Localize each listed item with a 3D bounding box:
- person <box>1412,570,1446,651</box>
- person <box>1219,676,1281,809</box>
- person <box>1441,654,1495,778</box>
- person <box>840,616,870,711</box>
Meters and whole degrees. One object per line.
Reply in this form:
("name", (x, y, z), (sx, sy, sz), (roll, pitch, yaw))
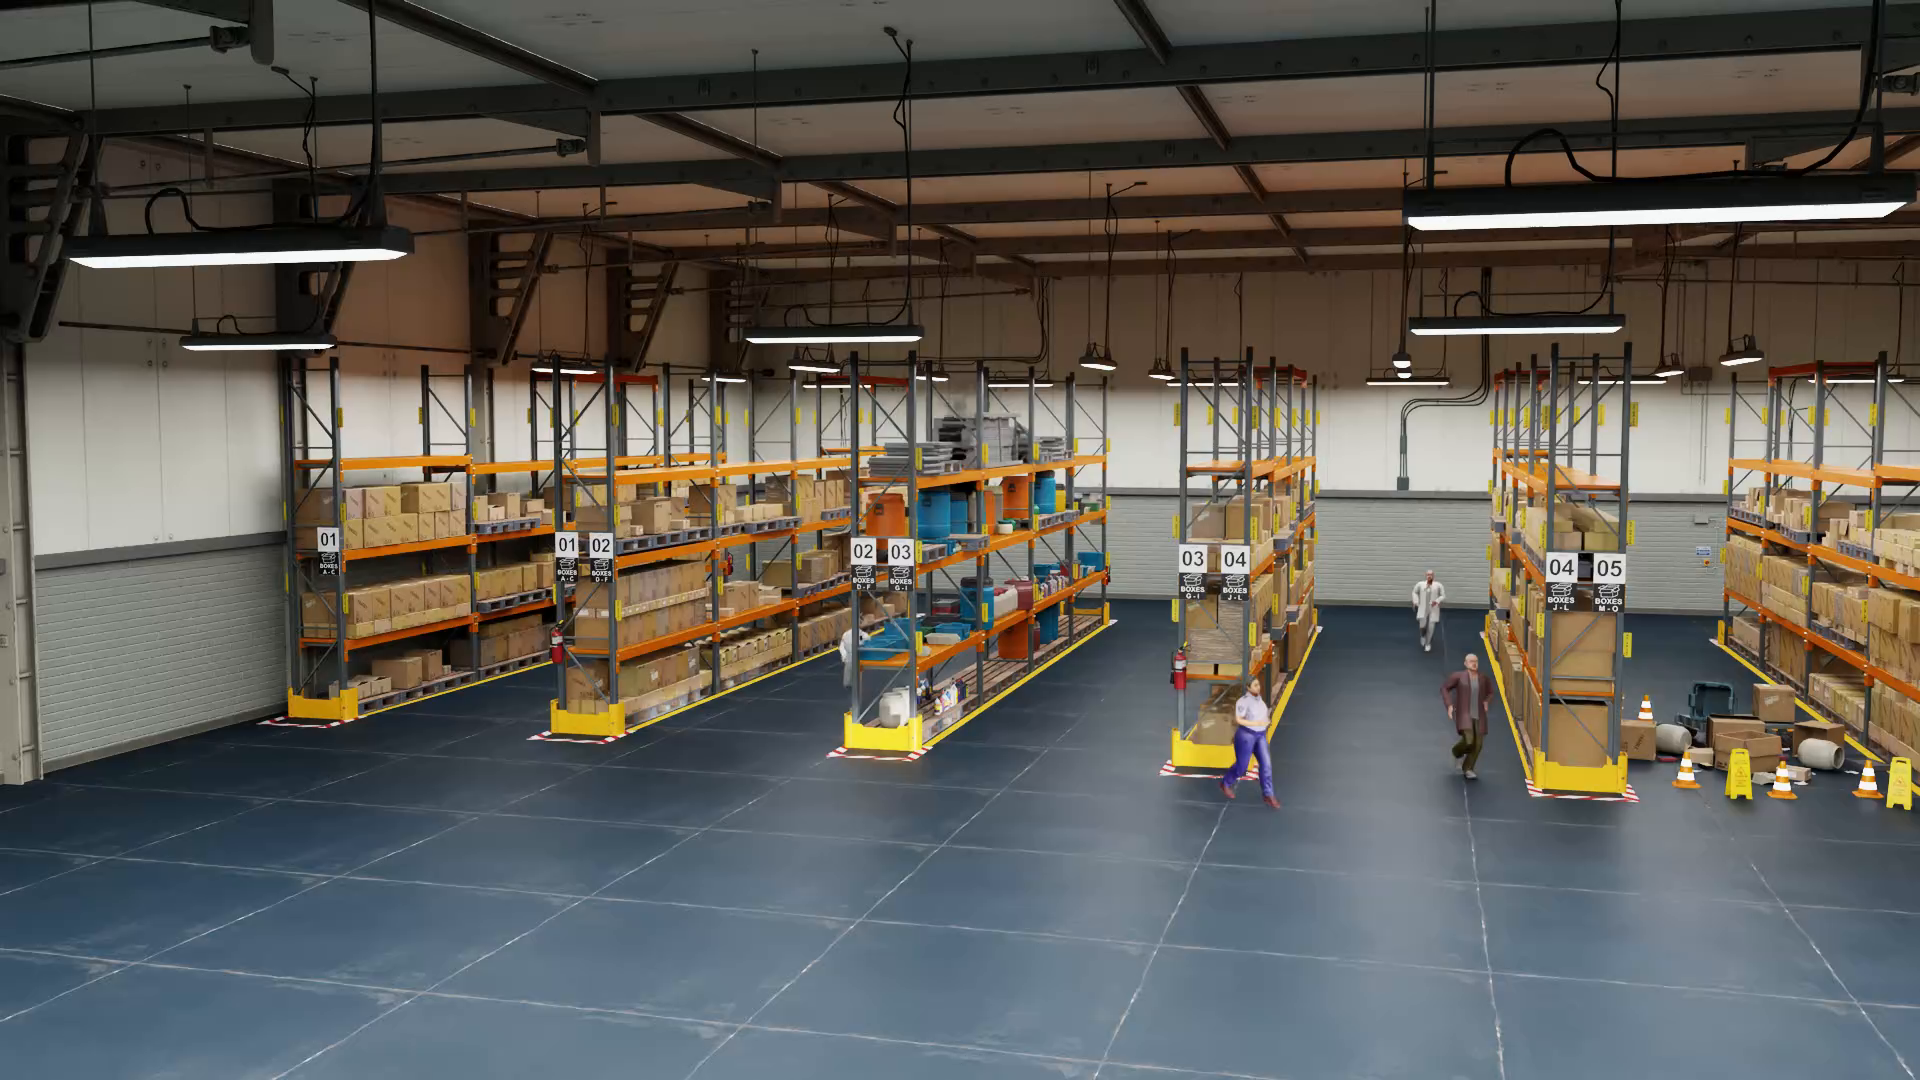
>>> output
("person", (10.063, 1.518, 35.736), (0.707, 1.738, 0.627), (1, 4, 18))
("person", (3.744, 2.587, 21.474), (0.618, 1.672, 0.911), (-3, 5, -39))
("person", (7.080, 2.445, 23.037), (0.704, 1.732, 0.628), (0, 4, -4))
("person", (-1.790, 2.089, 28.441), (0.578, 1.652, 0.543), (1, 4, 10))
